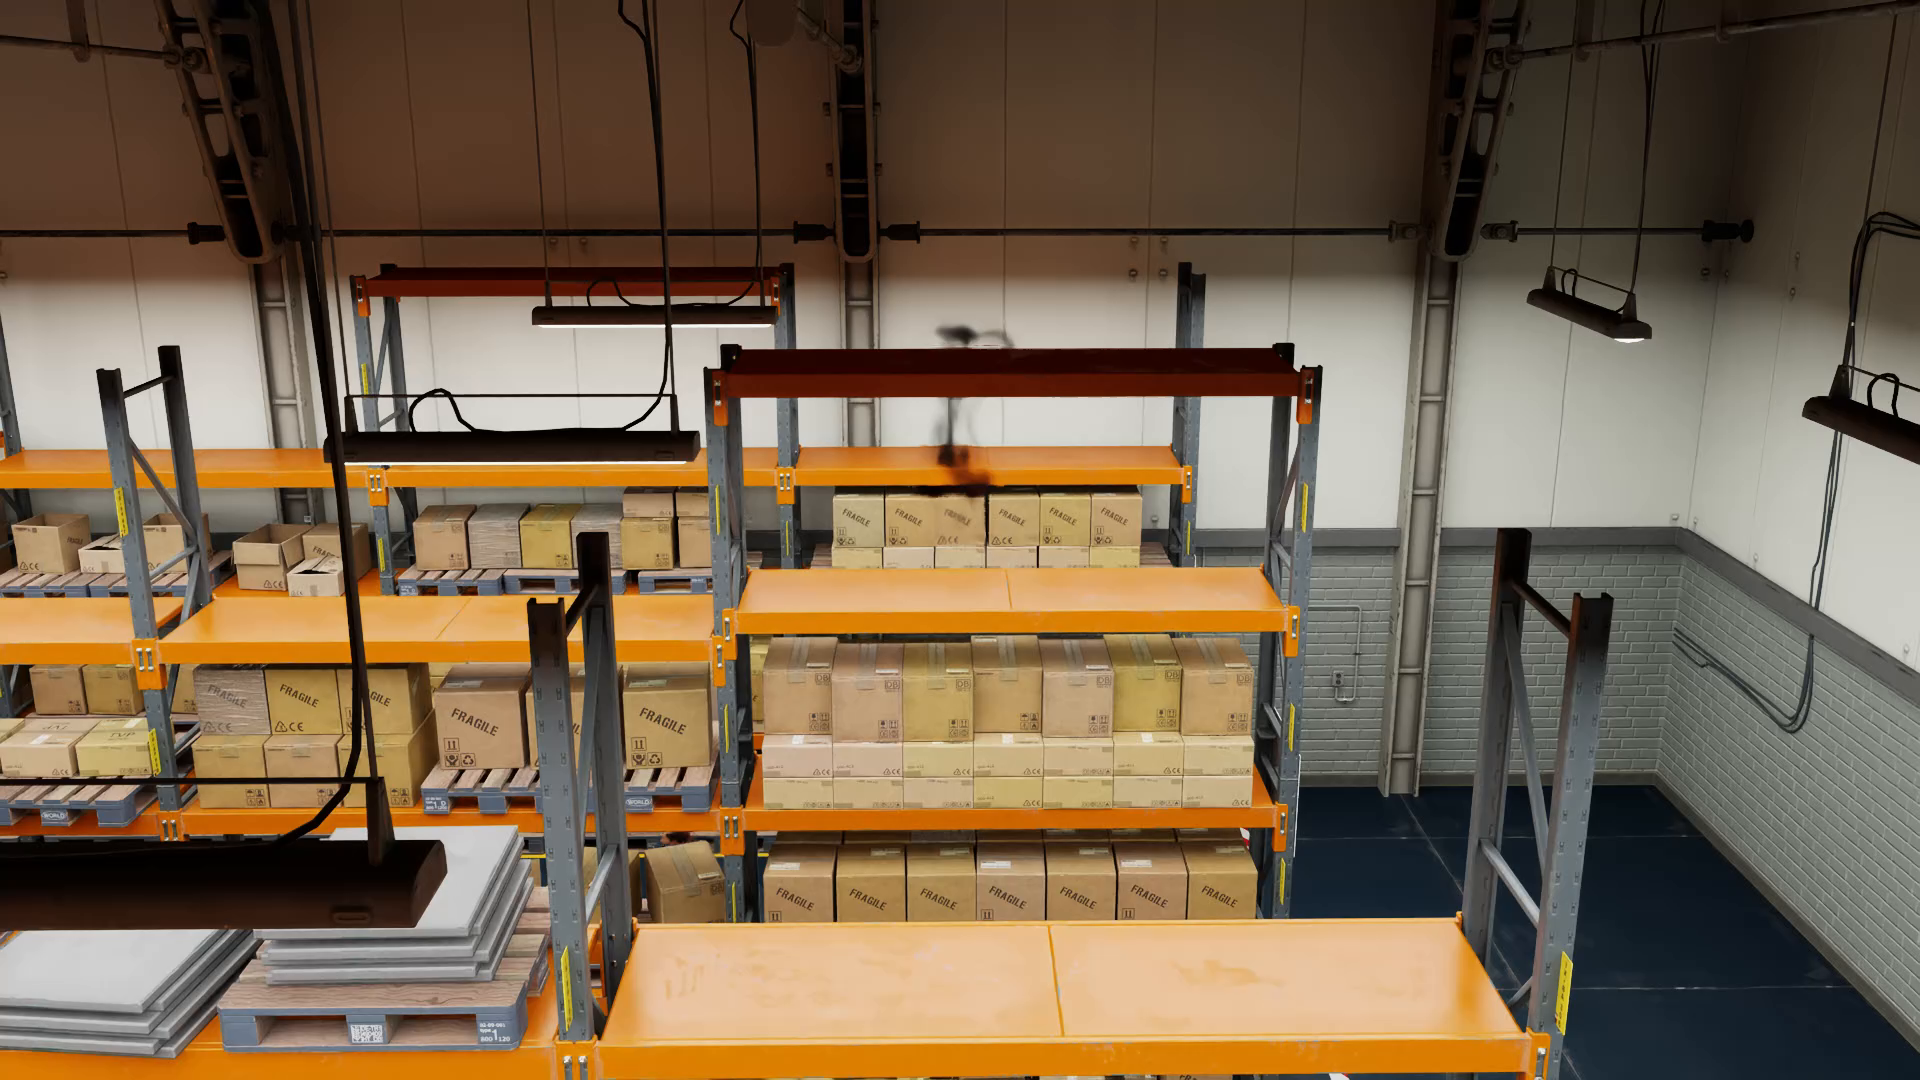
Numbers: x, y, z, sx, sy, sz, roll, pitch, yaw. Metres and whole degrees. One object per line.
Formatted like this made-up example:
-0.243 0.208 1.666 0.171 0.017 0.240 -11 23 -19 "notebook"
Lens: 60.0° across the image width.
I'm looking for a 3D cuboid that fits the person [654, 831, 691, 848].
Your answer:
-2.209 3.221 14.714 0.989 1.624 0.590 -3 16 -11 "person"
